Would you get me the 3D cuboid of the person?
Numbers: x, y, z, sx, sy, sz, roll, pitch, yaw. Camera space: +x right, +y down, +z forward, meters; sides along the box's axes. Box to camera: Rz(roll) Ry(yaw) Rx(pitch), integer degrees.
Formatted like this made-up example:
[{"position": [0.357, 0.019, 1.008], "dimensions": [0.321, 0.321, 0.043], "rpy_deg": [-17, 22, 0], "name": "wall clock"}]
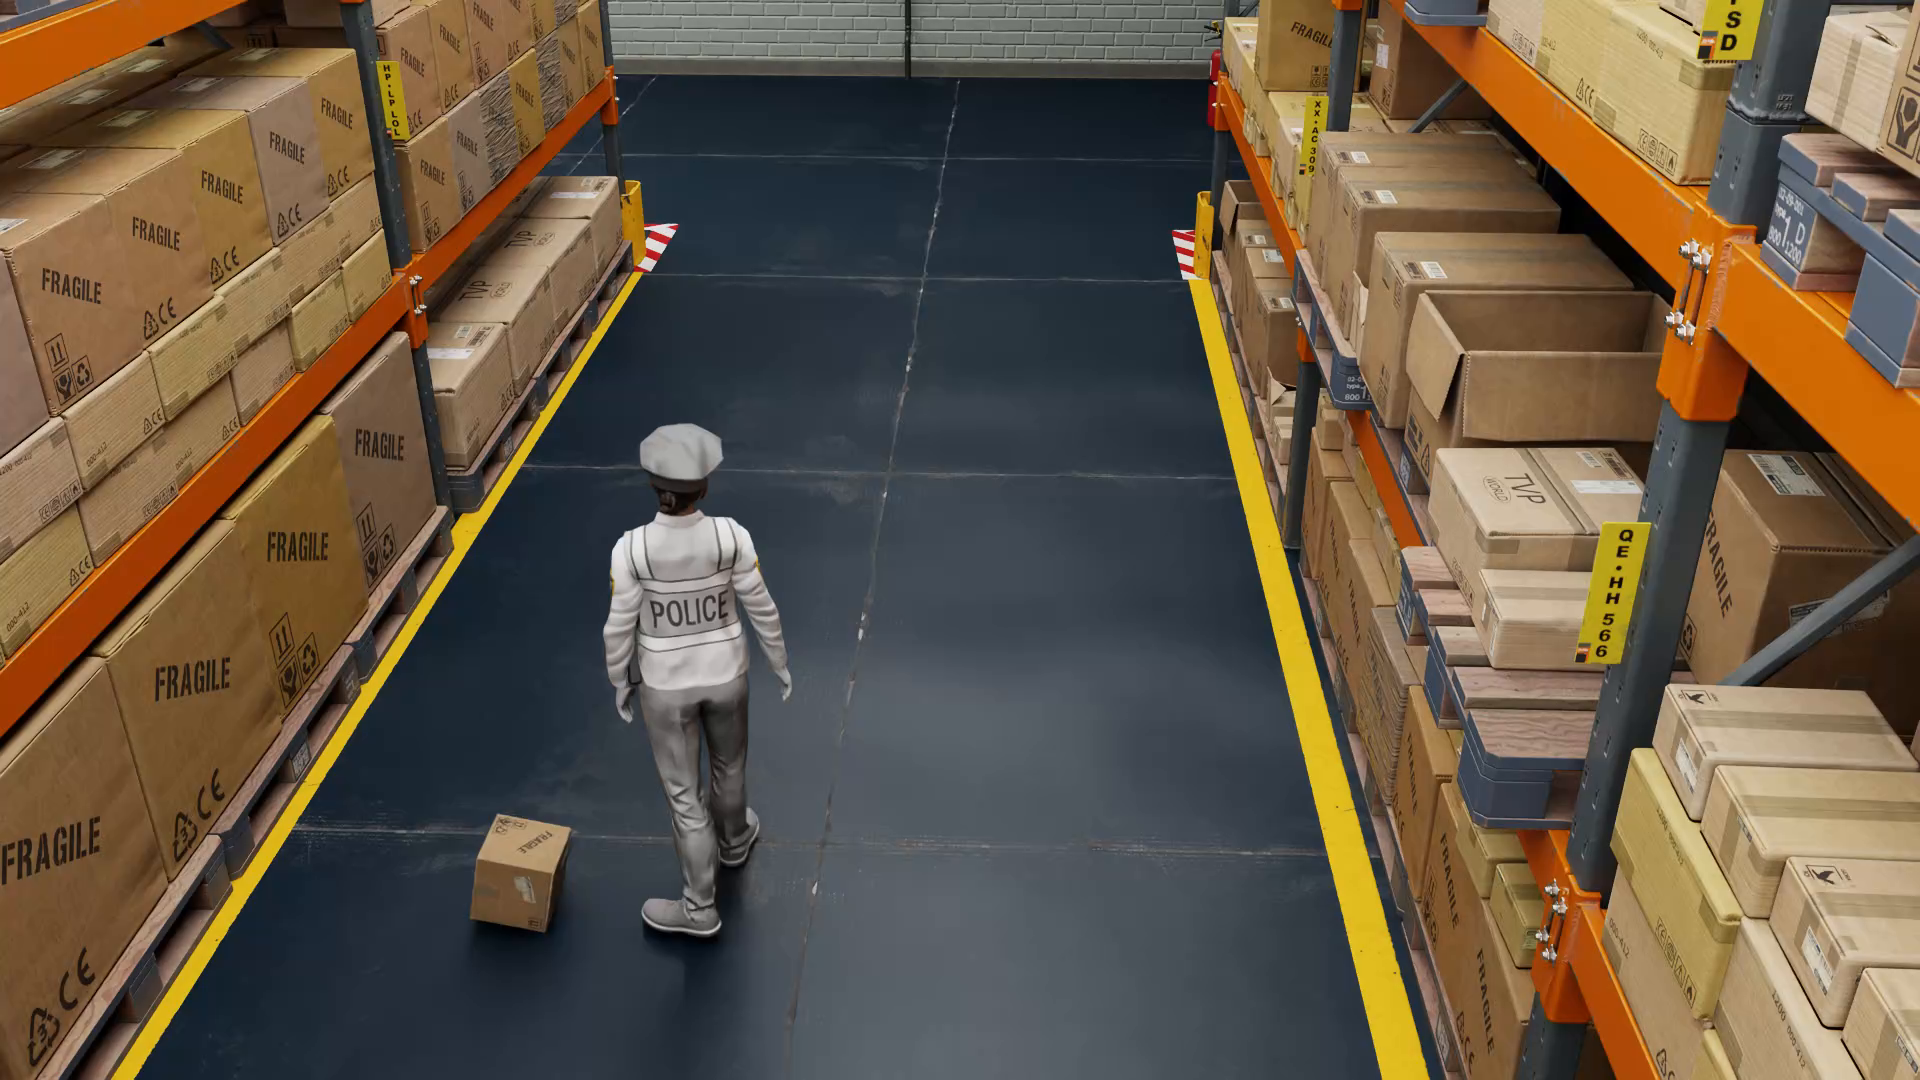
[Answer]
[{"position": [-0.829, 0.426, 5.291], "dimensions": [0.580, 1.660, 0.608], "rpy_deg": [-11, 30, -19], "name": "person"}]
